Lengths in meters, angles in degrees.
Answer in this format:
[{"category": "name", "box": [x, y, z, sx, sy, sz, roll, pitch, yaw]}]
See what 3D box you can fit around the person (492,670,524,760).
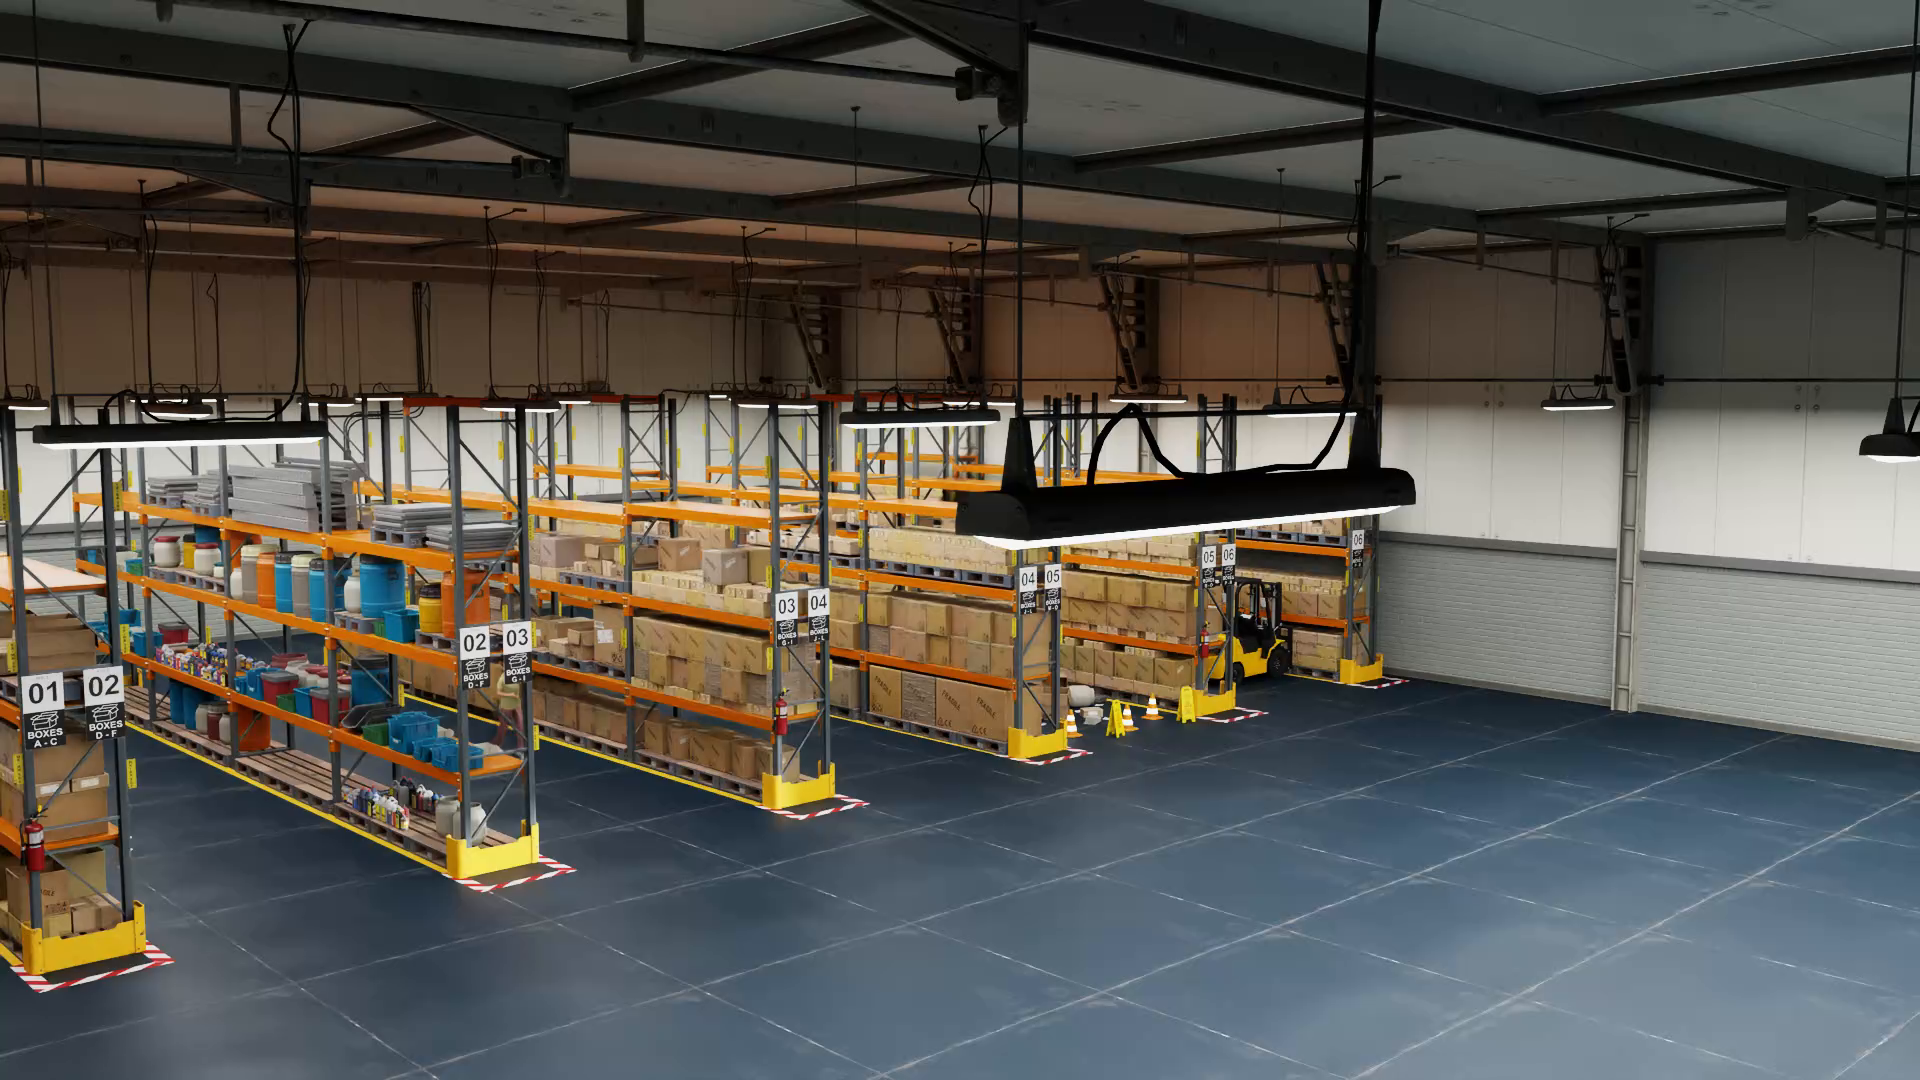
[{"category": "person", "box": [-7.516, 2.814, 27.713, 0.529, 1.696, 0.887, -5, 8, -44]}]
